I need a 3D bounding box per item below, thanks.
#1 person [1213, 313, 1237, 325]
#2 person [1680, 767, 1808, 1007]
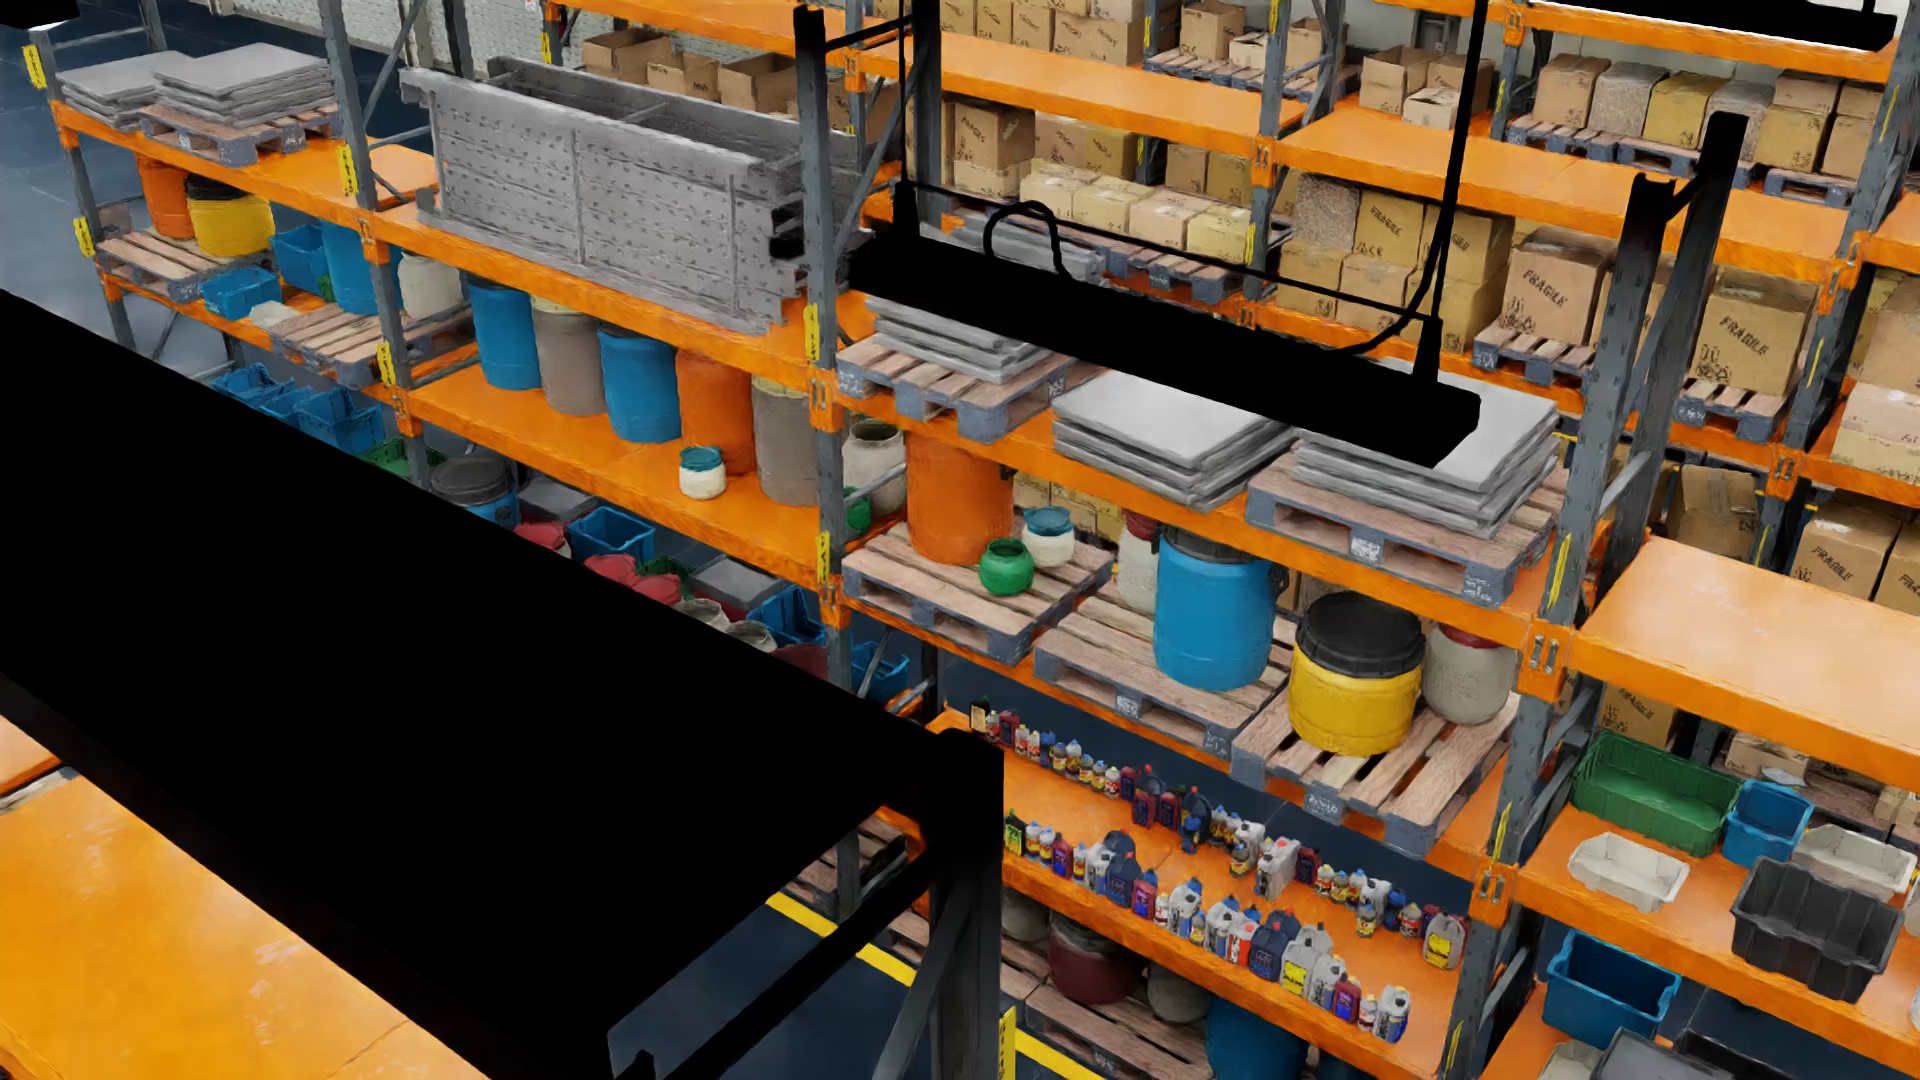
[{"bbox_3d":[2.805,-2.045,17.064,0.504,1.602,0.419,5,32,8],"label":"person"},{"bbox_3d":[4.842,2.106,10.197,0.549,1.683,0.434,9,33,14],"label":"person"}]
